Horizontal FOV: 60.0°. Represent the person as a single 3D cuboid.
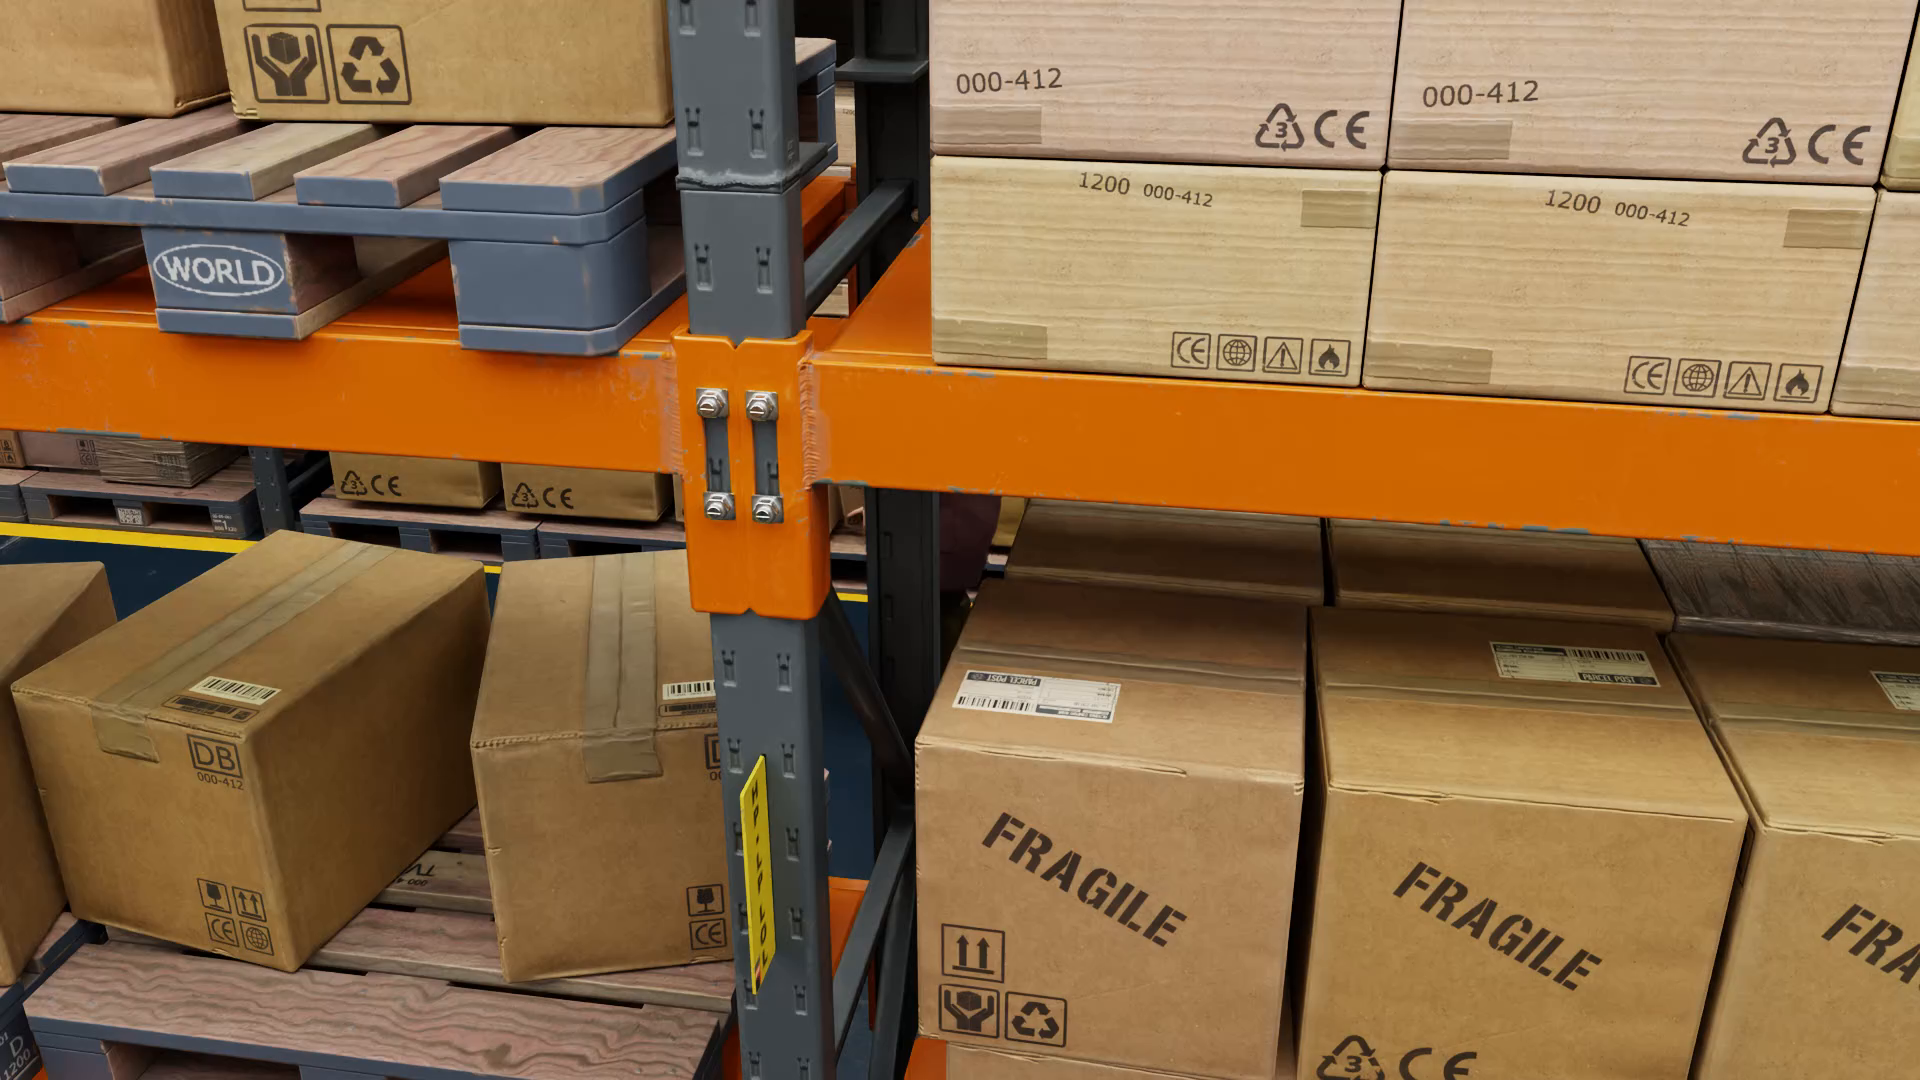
[{"bbox_3d":[-0.129,-0.100,6.349,0.565,1.779,0.524,4,25,8],"label":"person"}]
